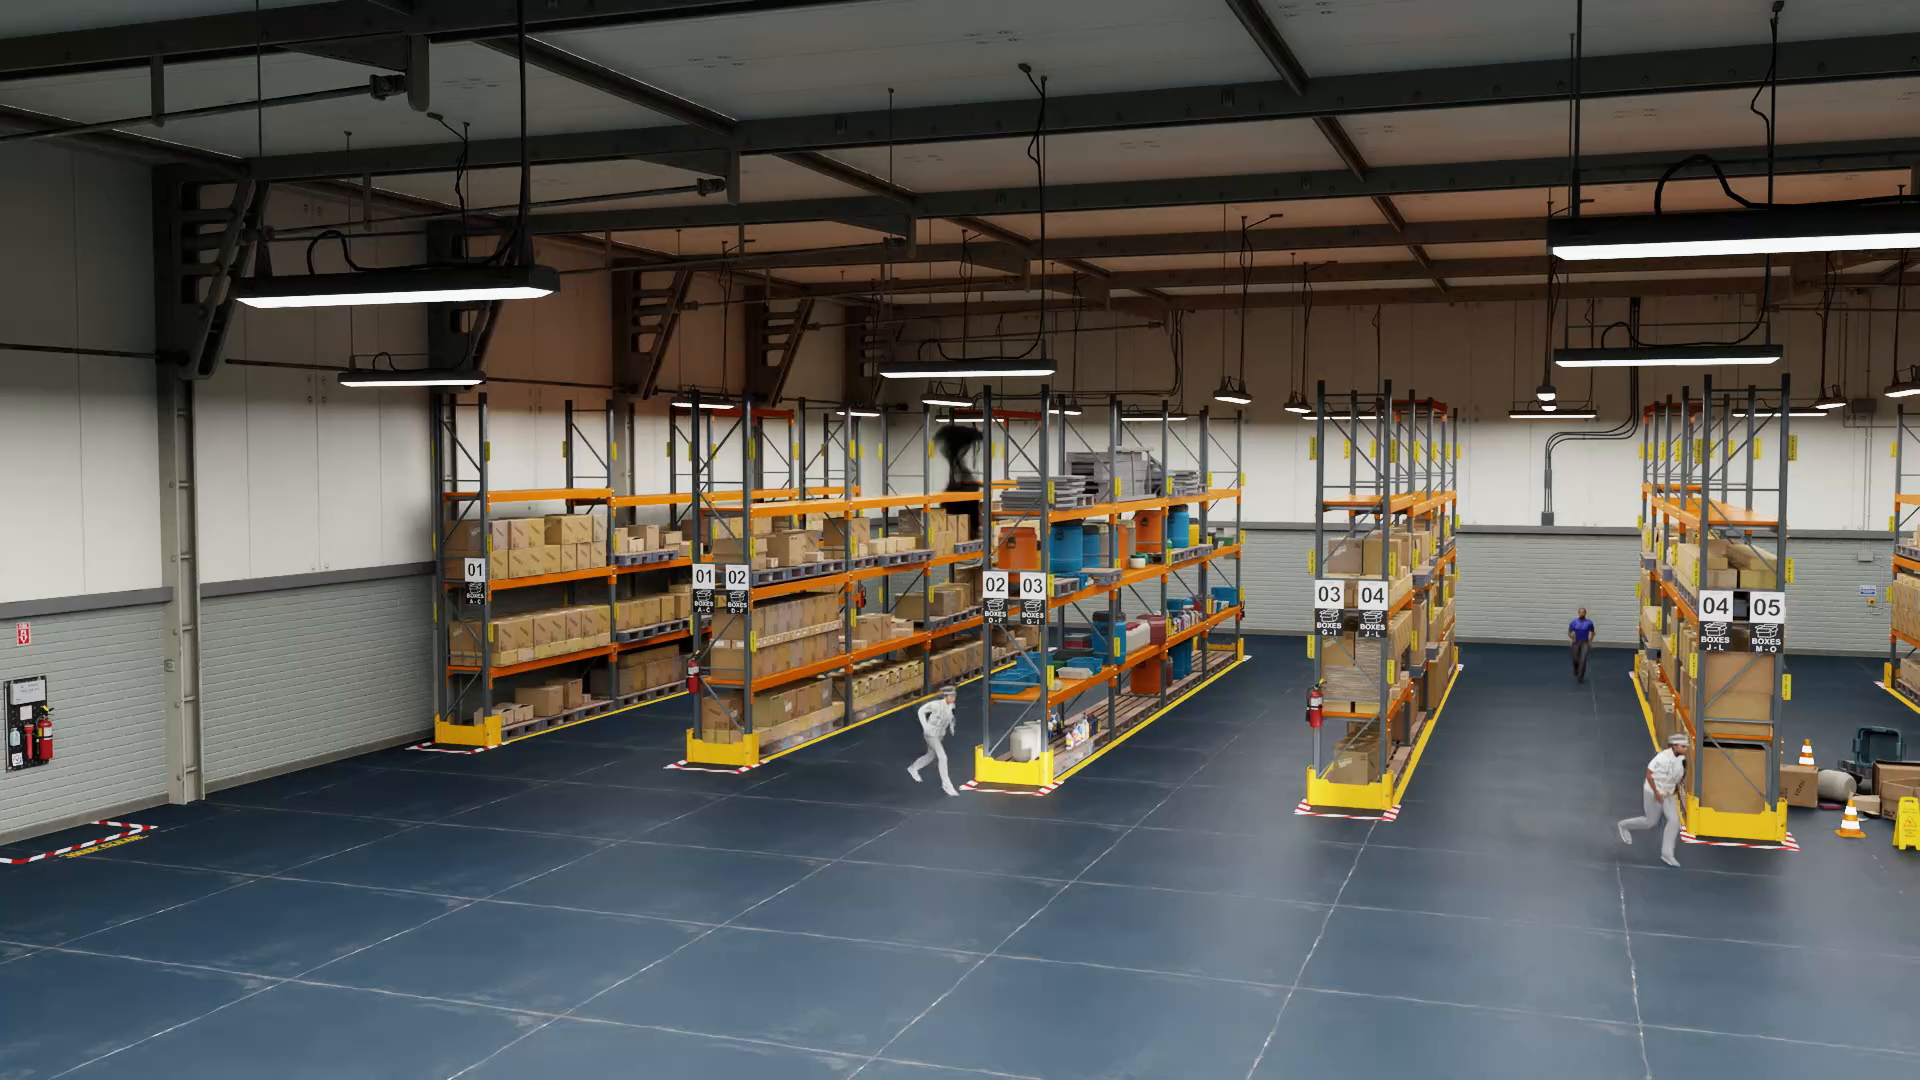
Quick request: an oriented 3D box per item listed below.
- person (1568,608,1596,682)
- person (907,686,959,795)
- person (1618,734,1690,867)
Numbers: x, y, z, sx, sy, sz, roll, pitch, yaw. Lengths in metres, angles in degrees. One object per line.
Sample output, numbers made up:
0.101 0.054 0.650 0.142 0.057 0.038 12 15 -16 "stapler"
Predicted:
13.522 2.272 36.169 0.563 1.609 0.588 1 3 20 "person"
-0.423 2.927 24.496 0.966 1.623 0.654 3 4 44 "person"
8.533 3.138 20.435 0.587 1.630 0.925 -2 4 -36 "person"
